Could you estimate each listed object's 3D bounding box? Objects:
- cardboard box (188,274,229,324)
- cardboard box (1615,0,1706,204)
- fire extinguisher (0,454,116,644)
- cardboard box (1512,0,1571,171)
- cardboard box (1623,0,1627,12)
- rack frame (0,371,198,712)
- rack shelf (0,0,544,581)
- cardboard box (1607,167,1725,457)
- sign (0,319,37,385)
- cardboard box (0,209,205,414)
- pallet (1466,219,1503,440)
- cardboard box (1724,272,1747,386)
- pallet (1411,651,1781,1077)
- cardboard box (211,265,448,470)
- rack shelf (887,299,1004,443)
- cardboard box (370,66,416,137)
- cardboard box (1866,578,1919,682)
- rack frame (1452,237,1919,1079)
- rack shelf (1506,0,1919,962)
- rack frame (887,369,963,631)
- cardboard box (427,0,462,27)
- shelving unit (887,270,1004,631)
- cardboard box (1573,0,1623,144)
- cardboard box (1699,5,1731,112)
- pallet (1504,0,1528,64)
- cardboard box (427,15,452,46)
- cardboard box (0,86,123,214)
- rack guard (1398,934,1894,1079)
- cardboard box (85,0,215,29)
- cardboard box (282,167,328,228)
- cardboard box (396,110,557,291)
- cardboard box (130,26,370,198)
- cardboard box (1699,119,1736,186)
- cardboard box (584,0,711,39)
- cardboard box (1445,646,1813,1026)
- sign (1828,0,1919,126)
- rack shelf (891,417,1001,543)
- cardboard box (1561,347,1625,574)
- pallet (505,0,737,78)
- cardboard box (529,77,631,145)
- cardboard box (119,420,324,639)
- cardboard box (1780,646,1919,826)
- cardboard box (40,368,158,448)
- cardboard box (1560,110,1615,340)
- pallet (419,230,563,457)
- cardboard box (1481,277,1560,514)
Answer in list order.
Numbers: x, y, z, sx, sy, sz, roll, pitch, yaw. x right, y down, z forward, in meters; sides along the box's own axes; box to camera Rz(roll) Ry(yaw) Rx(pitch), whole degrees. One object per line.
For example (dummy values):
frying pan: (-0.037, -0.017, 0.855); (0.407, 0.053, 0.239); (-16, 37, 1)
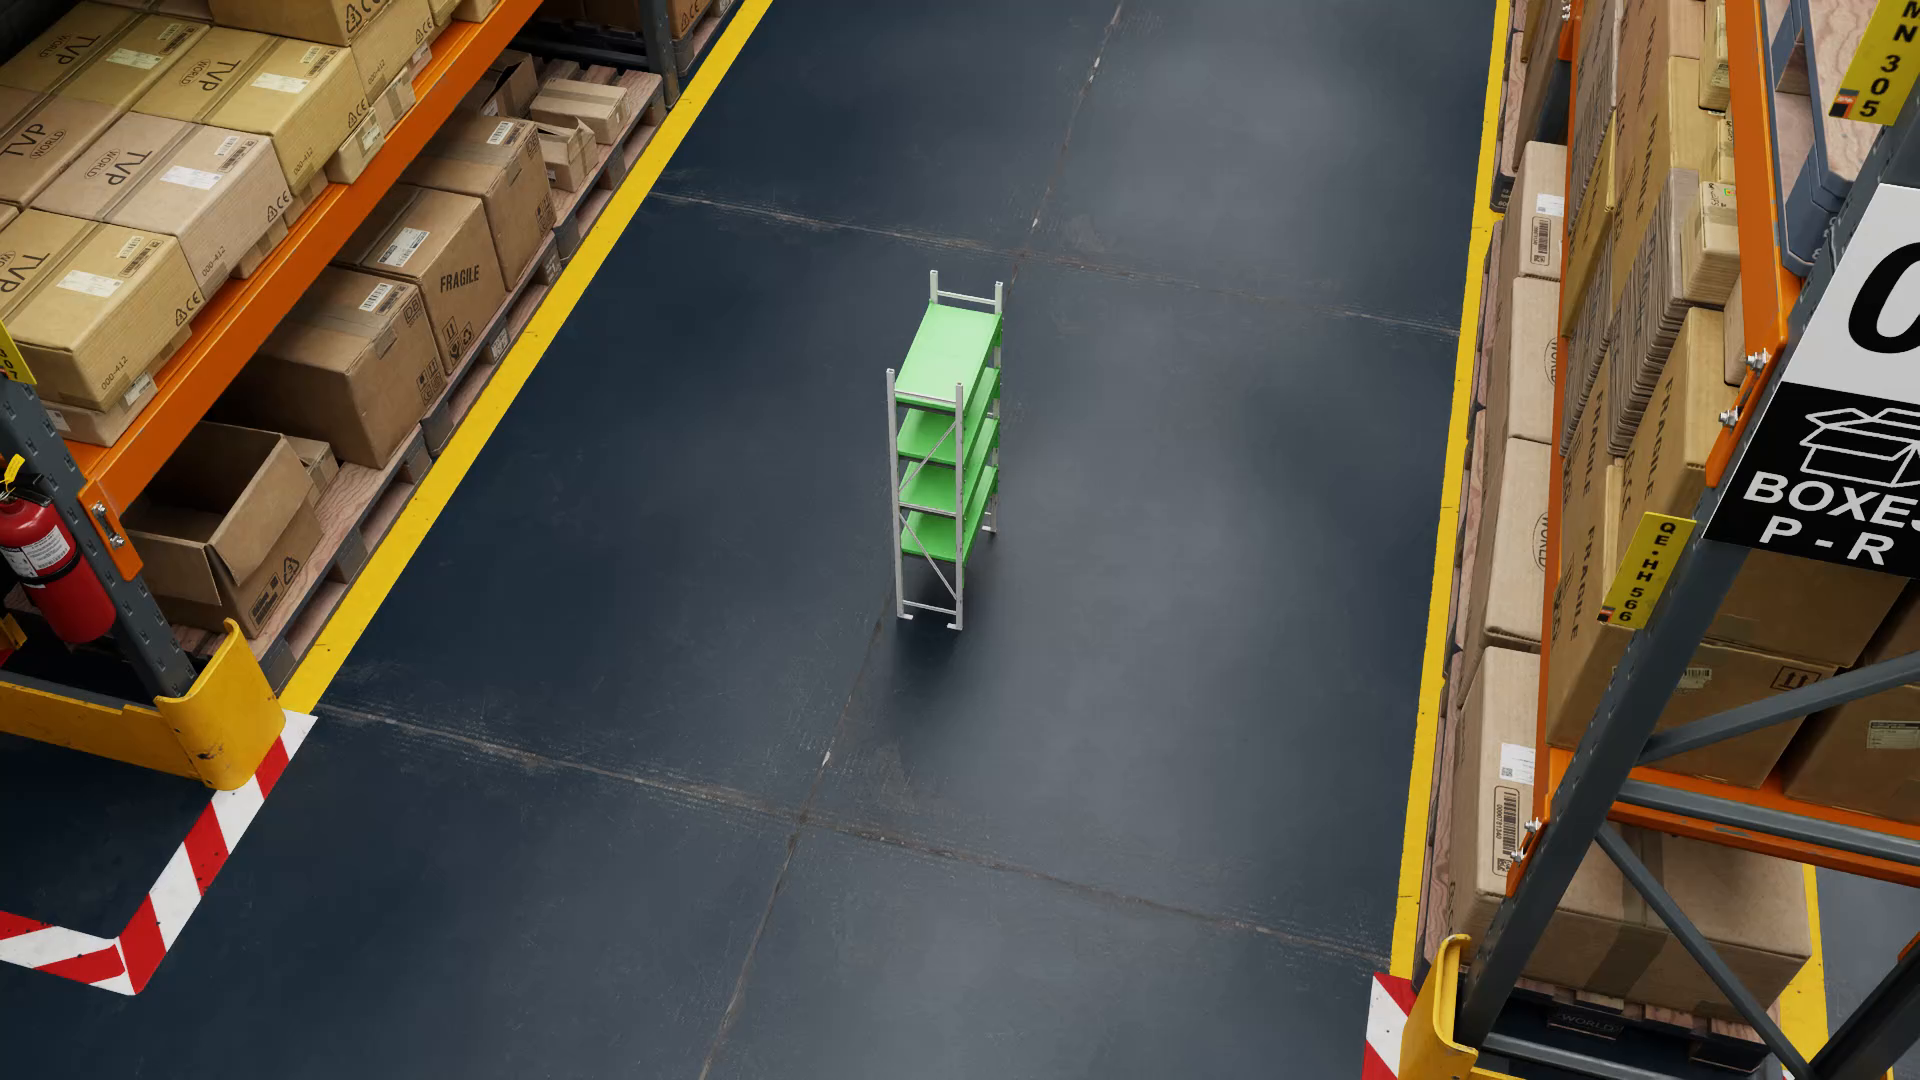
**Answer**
cardboard box: (-2.515, -0.824, 5.144); (0.380, 0.149, 0.250); (11, 49, 10)
cardboard box: (2.140, -1.220, 4.593); (0.500, 0.500, 0.500); (11, 50, 10)
fire extinguisher: (-2.517, 0.013, 4.538); (0.296, 0.674, 0.183); (12, 50, 10)
cardboard box: (3.004, -2.150, 7.284); (0.875, 0.875, 0.875); (13, 50, 11)
cardboard box: (2.421, -1.953, 5.239); (0.500, 0.500, 0.500); (11, 49, 10)
rack frame: (-2.924, -0.333, 4.544); (1.000, 3.000, 0.127); (12, 50, 10)
rack shelf: (-2.398, -1.542, 6.090); (1.077, 0.370, 4.000); (12, 50, 10)
cardboard box: (1.872, -0.500, 3.957); (0.500, 0.500, 0.500); (12, 50, 10)
sign: (-2.400, -0.513, 4.125); (0.100, 0.325, 0.005); (12, 50, 10)
cardboard box: (-2.545, -0.657, 4.731); (0.500, 0.250, 0.500); (12, 50, 10)
pallet: (2.643, -0.792, 6.809); (1.003, 0.211, 1.213); (12, 50, 10)
cardboard box: (1.811, -0.423, 3.456); (0.380, 0.149, 0.250); (12, 50, 11)
pallet: (2.001, 0.972, 5.251); (1.003, 0.211, 1.213); (12, 50, 10)
cardboard box: (-2.409, -0.680, 6.236); (0.700, 0.500, 0.500); (13, 50, 12)
rack shelf: (-0.044, -0.553, 5.382); (0.258, 0.148, 0.480); (12, 50, 10)
cardboard box: (-2.136, -1.550, 5.785); (0.380, 0.149, 0.250); (13, 50, 11)
cardboard box: (2.267, -0.011, 3.526); (0.500, 0.500, 0.500); (11, 49, 9)
rack frame: (1.866, 0.643, 3.681); (1.000, 3.000, 0.127); (12, 50, 10)
rack shelf: (2.392, -0.565, 5.228); (1.077, 0.370, 4.000); (12, 50, 10)
rack frame: (-0.108, -0.101, 5.539); (0.240, 1.200, 0.015); (12, 50, 10)
cardboard box: (-2.031, -2.136, 6.036); (0.500, 0.250, 0.500); (11, 50, 10)
shelving unit: (-0.044, -0.277, 5.694); (0.258, 1.200, 0.503); (12, 50, 10)
cardboard box: (2.406, -1.632, 5.623); (0.500, 0.500, 0.500); (12, 50, 10)
cardboard box: (2.050, -1.168, 4.114); (0.380, 0.149, 0.250); (13, 50, 11)
pallet: (3.368, -2.785, 8.567); (1.003, 0.211, 1.213); (12, 50, 10)
cardboard box: (-2.115, -1.938, 6.128); (0.380, 0.149, 0.250); (12, 50, 11)
cardboard box: (-2.922, -1.140, 5.157); (0.500, 0.250, 0.500); (12, 50, 10)
rack guard: (1.859, 1.488, 4.603); (1.175, 0.500, 0.348); (12, 50, 10)
cardboard box: (-2.649, -1.875, 5.806); (0.500, 0.250, 0.500); (11, 50, 10)
cardboard box: (-2.325, -1.188, 5.465); (0.380, 0.149, 0.250); (12, 50, 11)
cardboard box: (-2.136, -1.430, 6.899); (0.700, 0.500, 0.500); (10, 49, 9)
cardboard box: (-2.282, -1.389, 5.377); (0.500, 0.250, 0.500); (11, 49, 9)
cardboard box: (1.903, -0.800, 3.789); (0.380, 0.149, 0.250); (13, 50, 11)
cardboard box: (-1.527, -2.844, 8.146); (0.500, 0.500, 0.500); (14, 50, 12)
cardboard box: (1.943, 0.855, 4.923); (0.875, 0.438, 0.875); (10, 49, 9)
sign: (1.346, -0.733, 2.358); (0.100, 0.325, 0.005); (12, 50, 10)
rack shelf: (-0.044, -0.235, 5.742); (0.258, 0.148, 0.480); (12, 50, 10)
cardboard box: (1.884, -0.151, 4.316); (0.500, 0.500, 0.500); (11, 49, 9)
pallet: (-1.694, -2.900, 8.668); (1.003, 0.211, 1.213); (12, 50, 10)
cardboard box: (-1.734, -1.961, 7.602); (0.380, 0.149, 0.250); (10, 49, 9)
cardboard box: (-2.672, -0.070, 5.696); (0.797, 0.503, 0.637); (10, 49, 9)
cardboard box: (2.269, 0.320, 3.900); (0.500, 0.500, 0.500); (11, 50, 10)
cardboard box: (-2.573, -0.434, 4.800); (0.380, 0.149, 0.250); (11, 50, 10)
cardboard box: (2.133, -0.901, 4.978); (0.500, 0.500, 0.500); (13, 50, 11)
pallet: (-2.372, -0.922, 6.923); (1.003, 0.211, 1.213); (12, 50, 10)
cardboard box: (2.415, -0.460, 6.084); (0.875, 0.438, 0.875); (10, 49, 9)
